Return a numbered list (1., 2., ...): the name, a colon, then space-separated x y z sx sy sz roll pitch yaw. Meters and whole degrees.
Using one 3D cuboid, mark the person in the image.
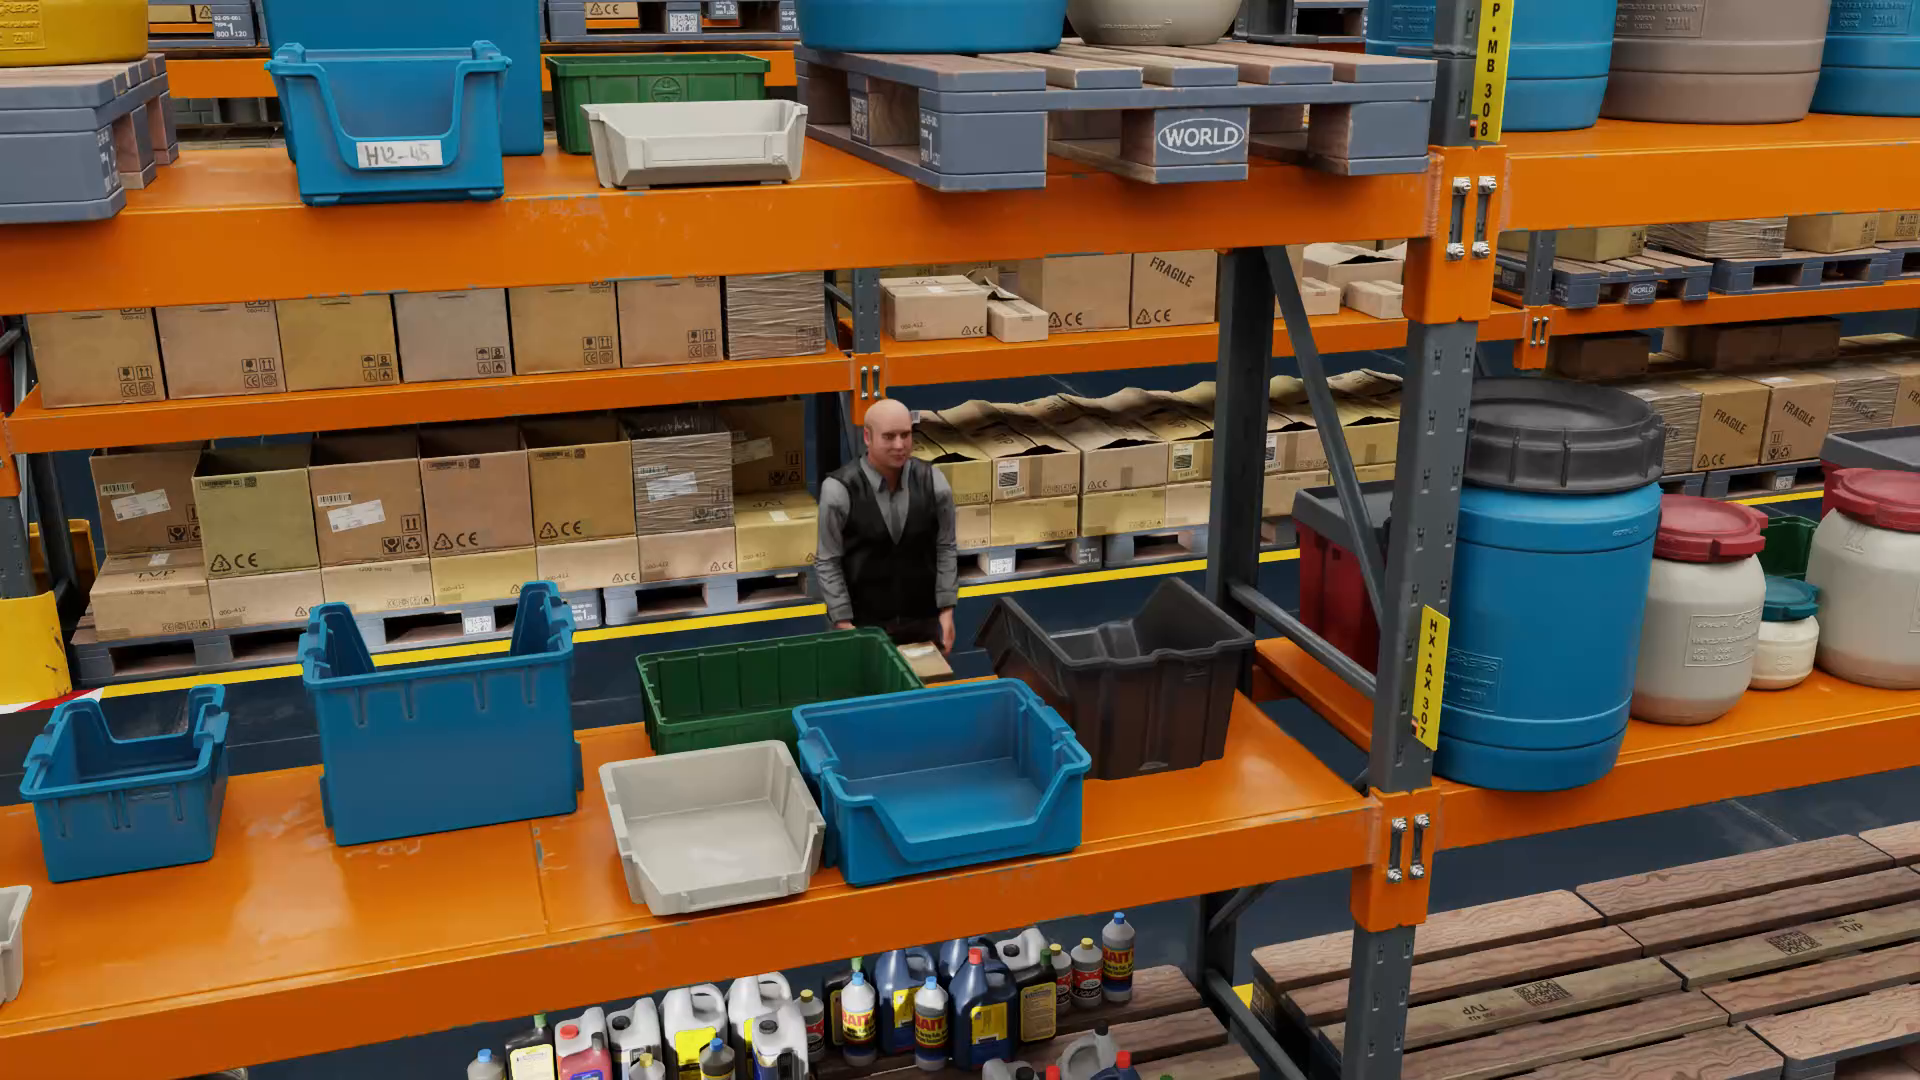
1. person: -0.265 0.317 6.178 0.551 1.727 0.446 -7 20 -18
